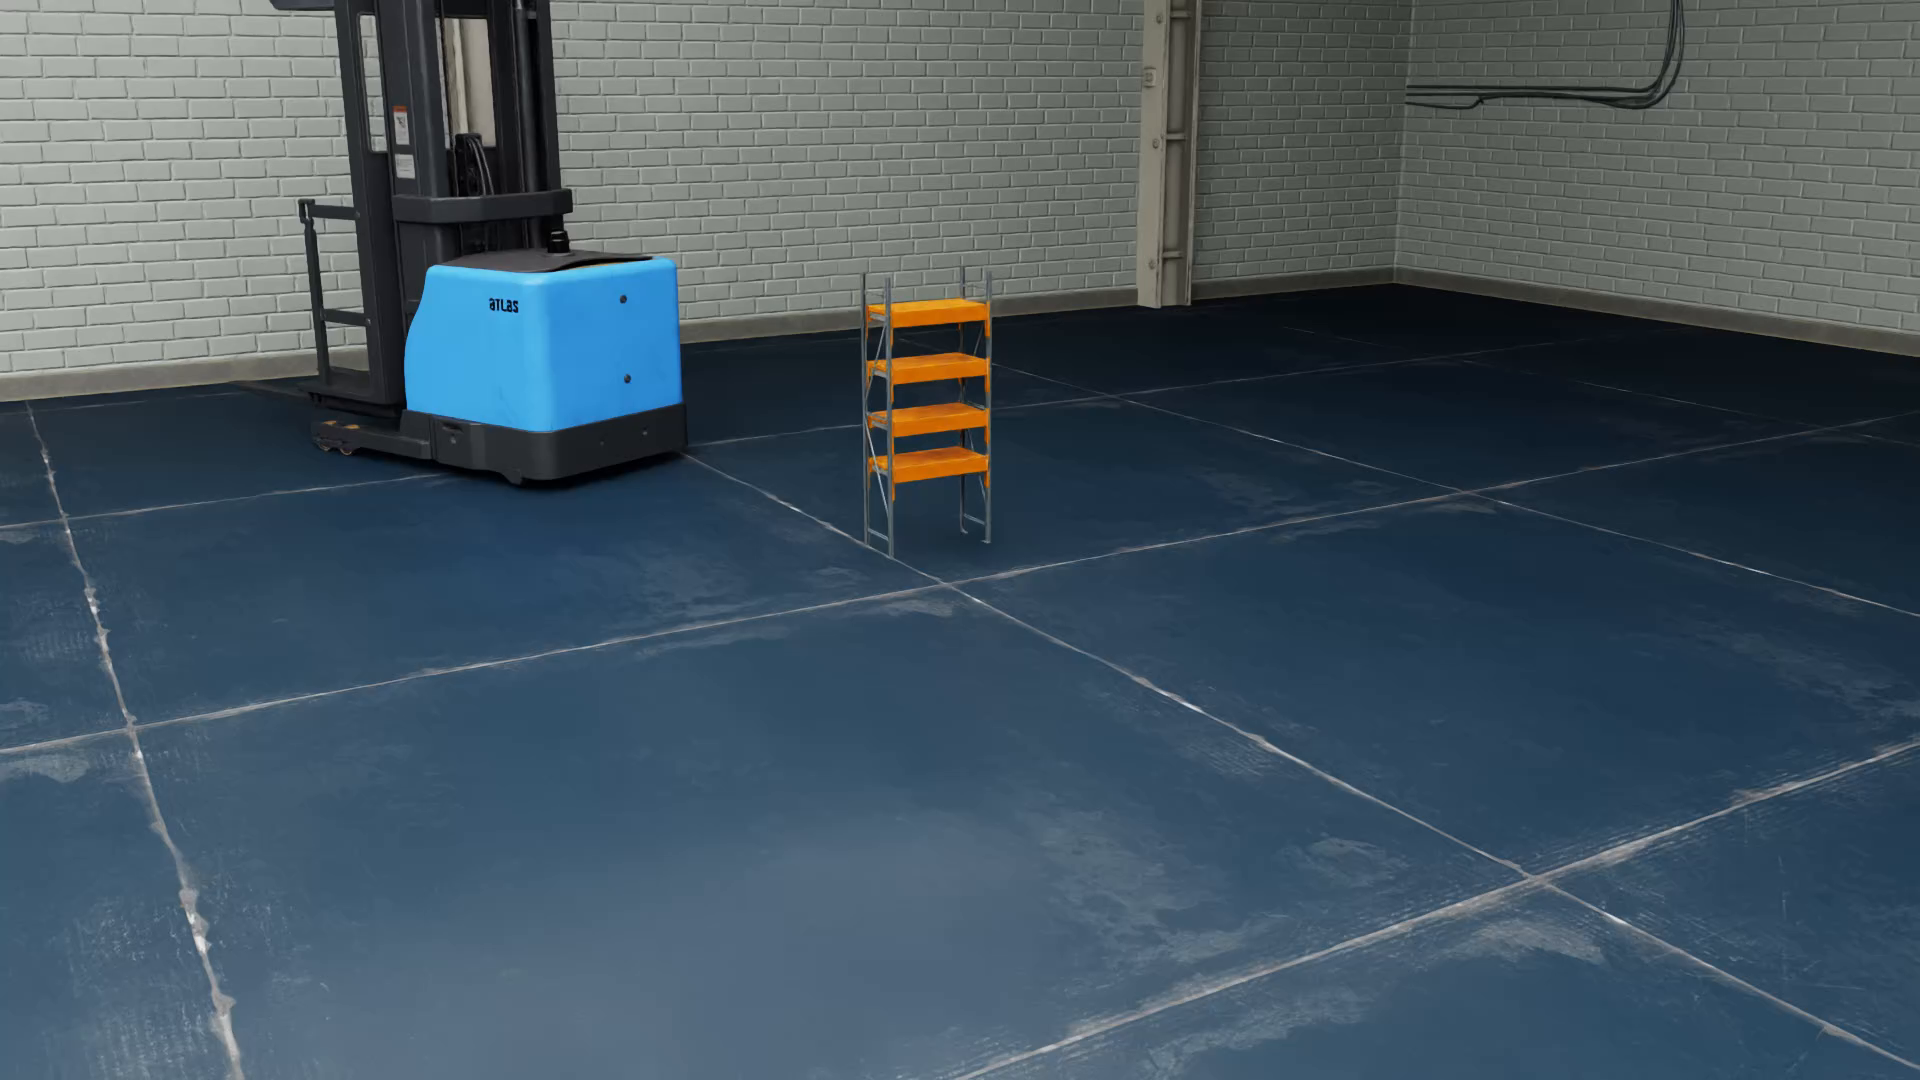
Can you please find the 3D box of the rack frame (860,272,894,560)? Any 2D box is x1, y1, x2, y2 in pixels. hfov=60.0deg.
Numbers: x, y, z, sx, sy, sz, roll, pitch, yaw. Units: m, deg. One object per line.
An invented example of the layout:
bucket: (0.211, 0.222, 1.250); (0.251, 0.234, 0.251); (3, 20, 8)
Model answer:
rack frame: (-0.351, -0.521, 7.045); (0.015, 1.200, 0.240); (-9, 18, -30)

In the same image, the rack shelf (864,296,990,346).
rack shelf: (-0.142, -0.933, 7.060); (0.480, 0.148, 0.258); (-9, 18, -30)

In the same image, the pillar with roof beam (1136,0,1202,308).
pillar with roof beam: (4.045, -5.453, 10.189); (0.400, 9.000, 9.100); (-9, 18, -30)

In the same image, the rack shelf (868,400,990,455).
rack shelf: (-0.142, -0.490, 7.184); (0.480, 0.148, 0.258); (-9, 18, -30)

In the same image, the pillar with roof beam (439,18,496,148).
pillar with roof beam: (-1.098, -4.619, 7.214); (0.400, 9.000, 9.100); (-9, 18, -30)

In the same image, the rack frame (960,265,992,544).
rack frame: (0.067, -0.589, 7.287); (0.015, 1.200, 0.240); (-9, 18, -30)

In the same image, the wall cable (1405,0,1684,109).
wall cable: (5.035, -5.057, 14.531); (0.112, 2.526, 3.097); (-9, 18, -30)

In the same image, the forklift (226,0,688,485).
forklift: (-2.964, -1.977, 9.033); (3.031, 2.935, 1.130); (11, 19, 34)

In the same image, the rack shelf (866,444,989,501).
rack shelf: (-0.142, -0.299, 7.238); (0.480, 0.148, 0.258); (-9, 18, -30)

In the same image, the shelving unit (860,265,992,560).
shelving unit: (-0.142, -0.555, 7.166); (0.503, 1.200, 0.258); (-9, 18, -30)

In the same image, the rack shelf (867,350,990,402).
rack shelf: (-0.142, -0.705, 7.124); (0.480, 0.148, 0.258); (-9, 18, -30)
